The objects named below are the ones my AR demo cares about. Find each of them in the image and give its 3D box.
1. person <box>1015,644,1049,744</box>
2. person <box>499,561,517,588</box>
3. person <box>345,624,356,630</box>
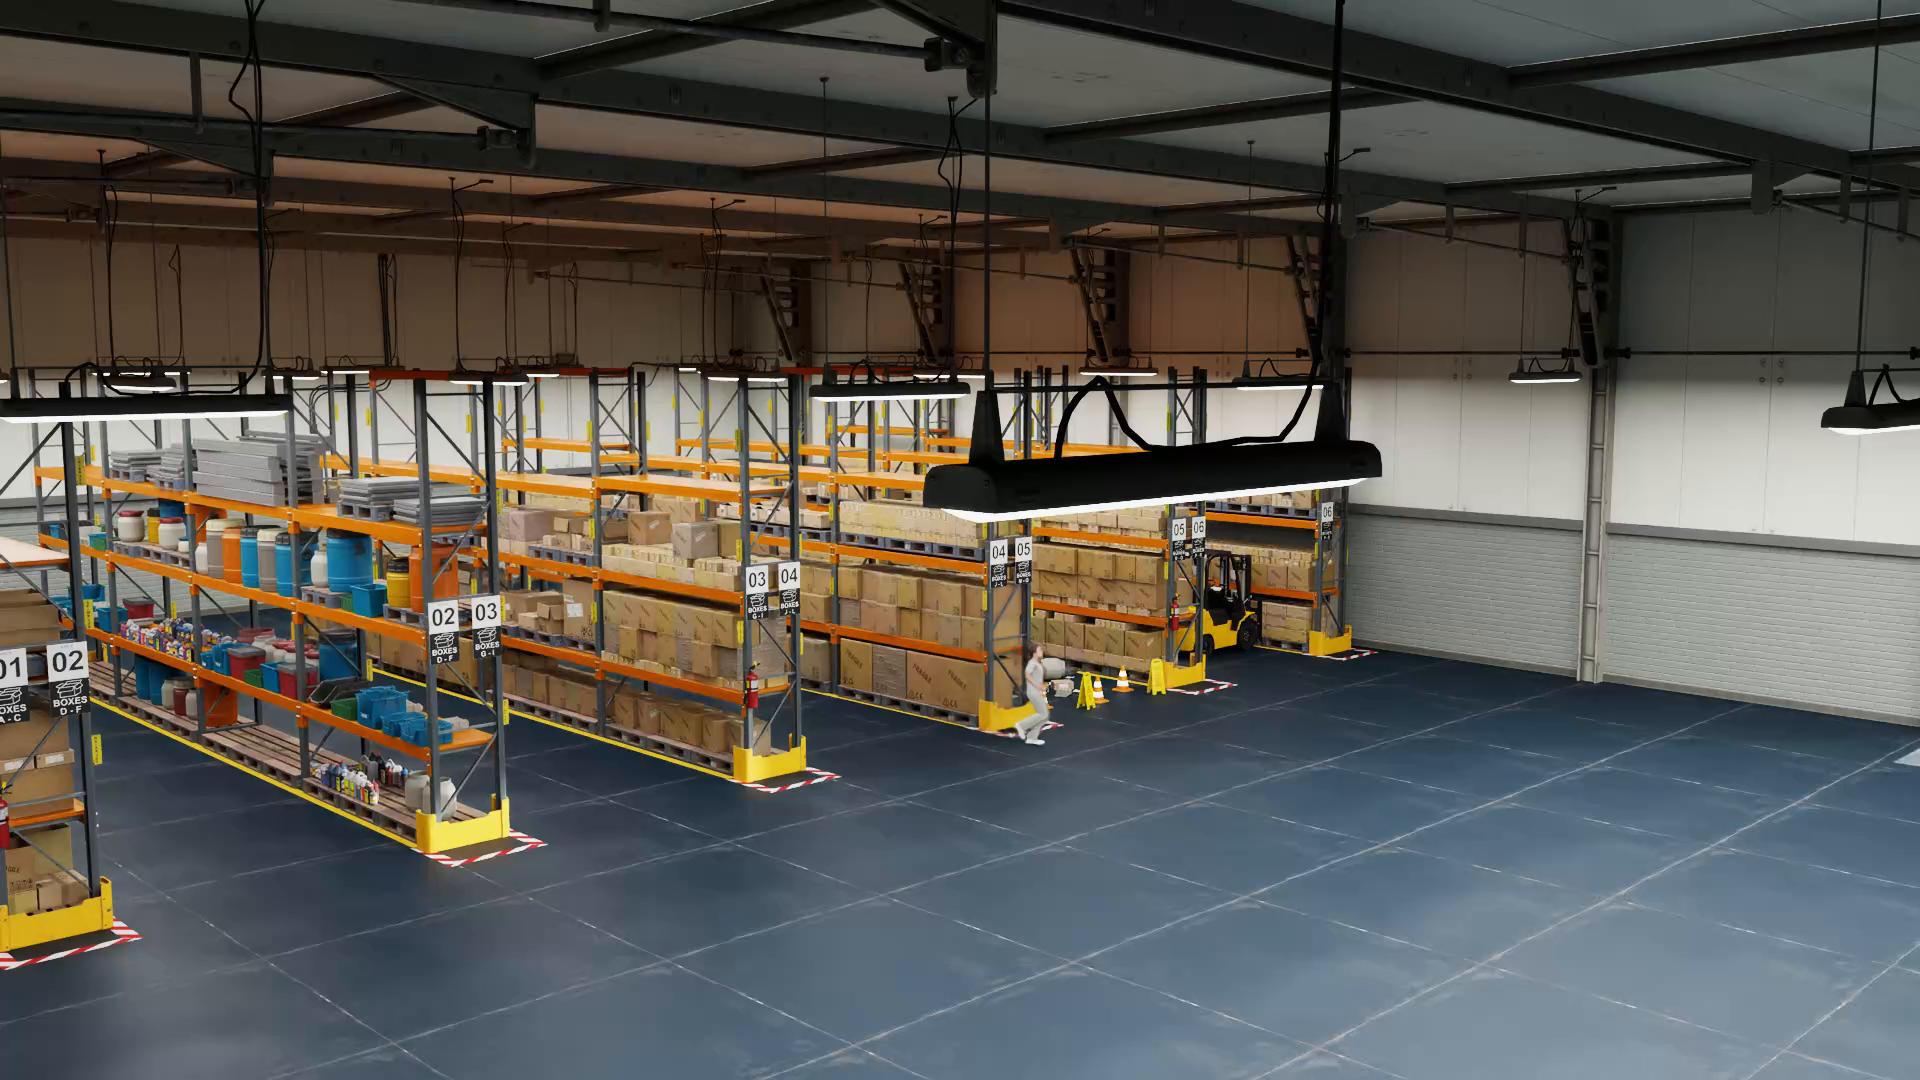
[{"bbox_3d":[1.180,2.491,26.970,0.541,1.622,0.593,1,6,7],"label":"person"},{"bbox_3d":[-11.040,0.907,40.573,0.662,1.728,0.581,4,7,29],"label":"person"},{"bbox_3d":[-10.831,2.205,29.635,0.549,1.606,0.607,4,8,33],"label":"person"}]
